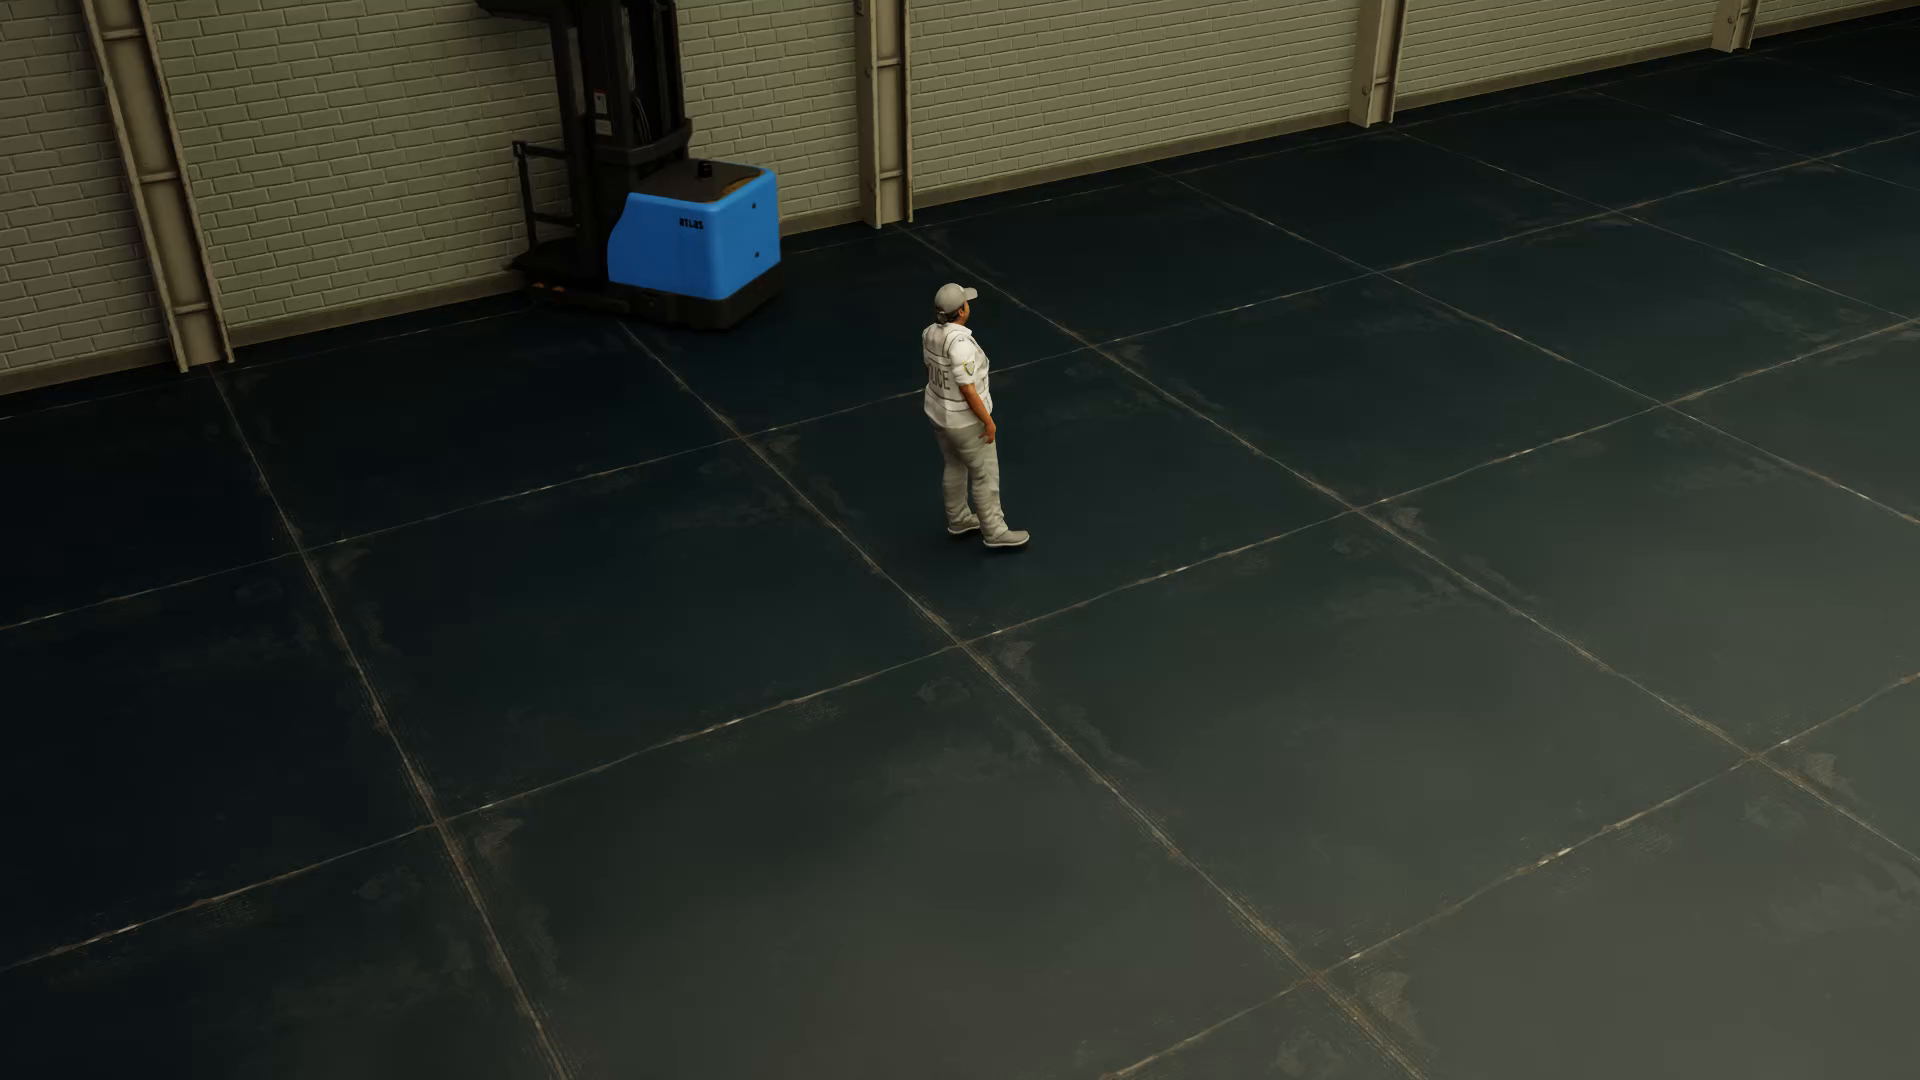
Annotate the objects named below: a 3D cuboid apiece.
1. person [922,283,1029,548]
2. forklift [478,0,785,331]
[{"bbox_3d":[0.078,-0.765,10.064,0.529,1.670,0.598,-17,35,-26],"label":"person"},{"bbox_3d":[-3.027,-3.408,13.338,3.031,2.935,1.130,13,33,20],"label":"forklift"}]
